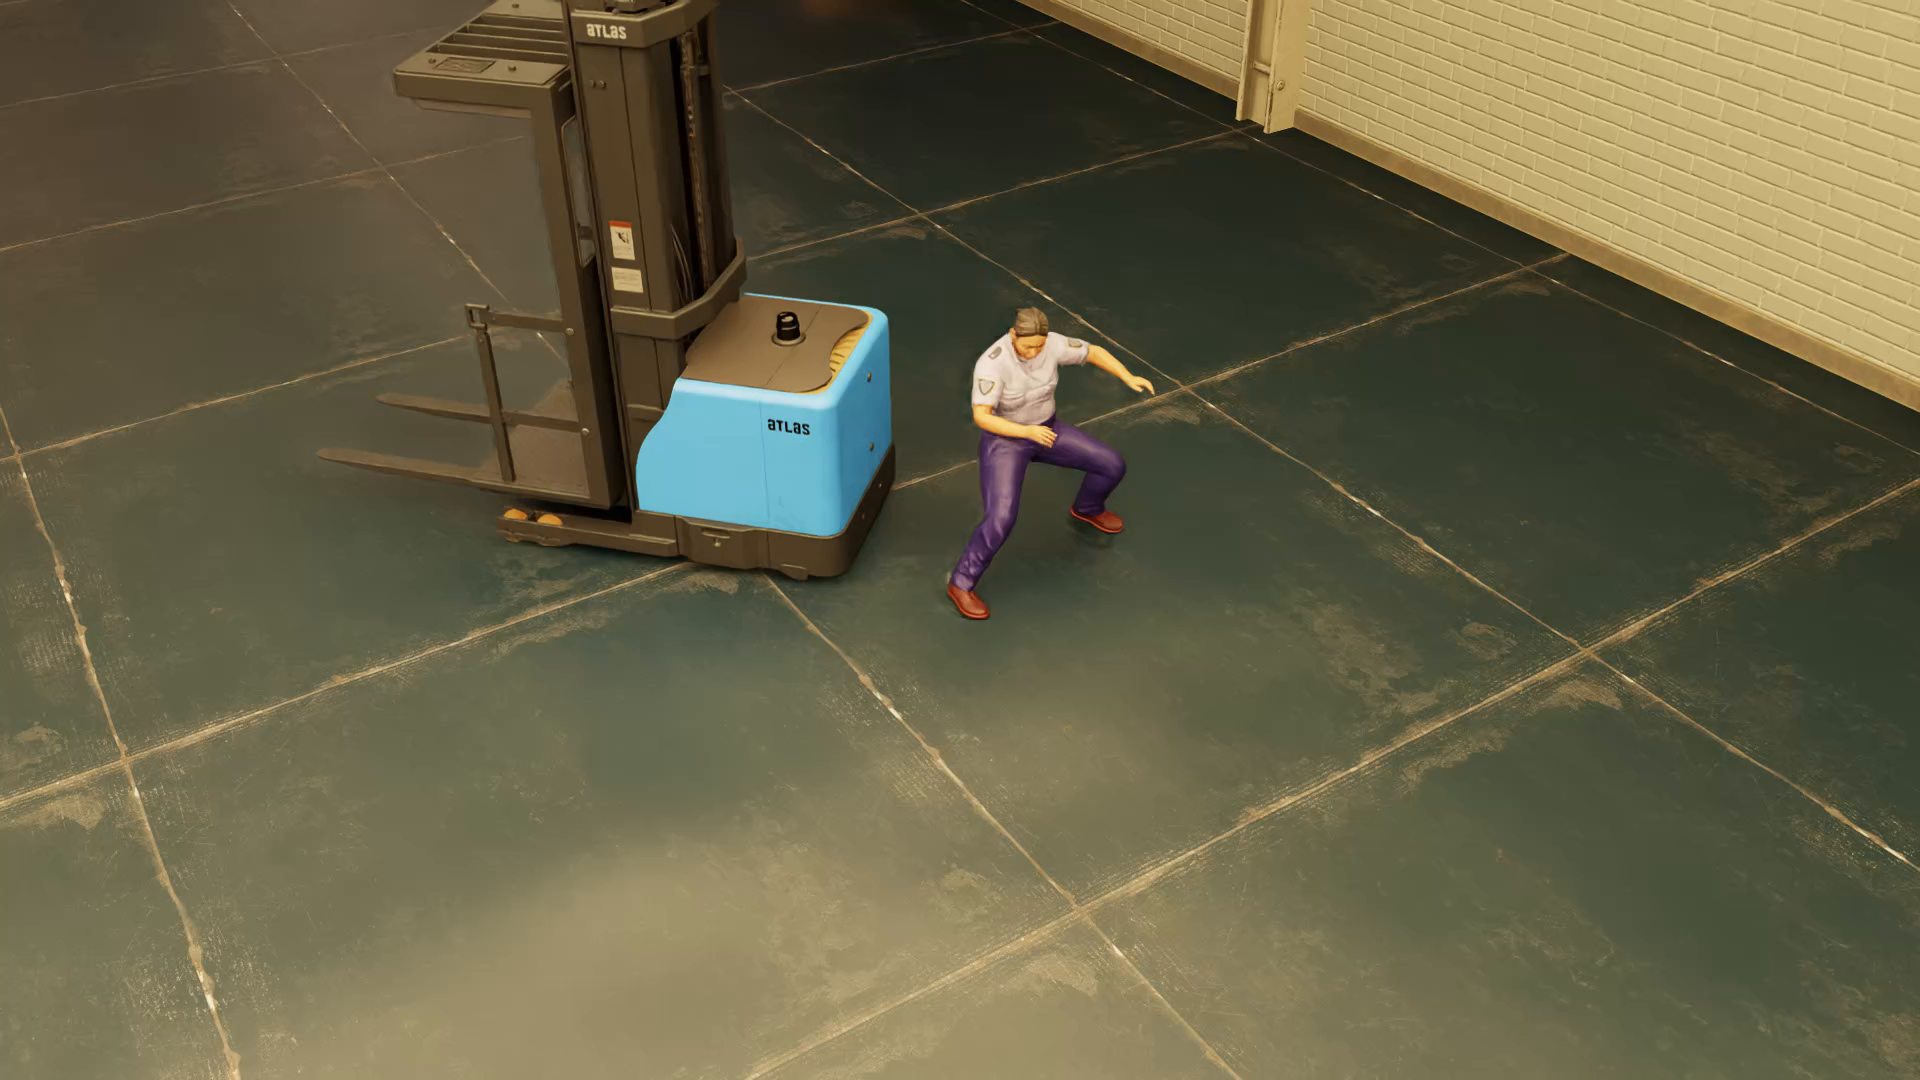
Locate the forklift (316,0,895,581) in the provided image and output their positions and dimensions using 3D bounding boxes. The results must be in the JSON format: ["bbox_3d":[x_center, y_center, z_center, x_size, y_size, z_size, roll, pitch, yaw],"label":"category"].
[{"bbox_3d":[-1.927,-1.448,8.209,3.031,2.935,1.130,8,36,12],"label":"forklift"}]

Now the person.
[{"bbox_3d":[0.398,-0.465,8.119,1.105,1.426,0.660,-18,39,-24],"label":"person"}]
